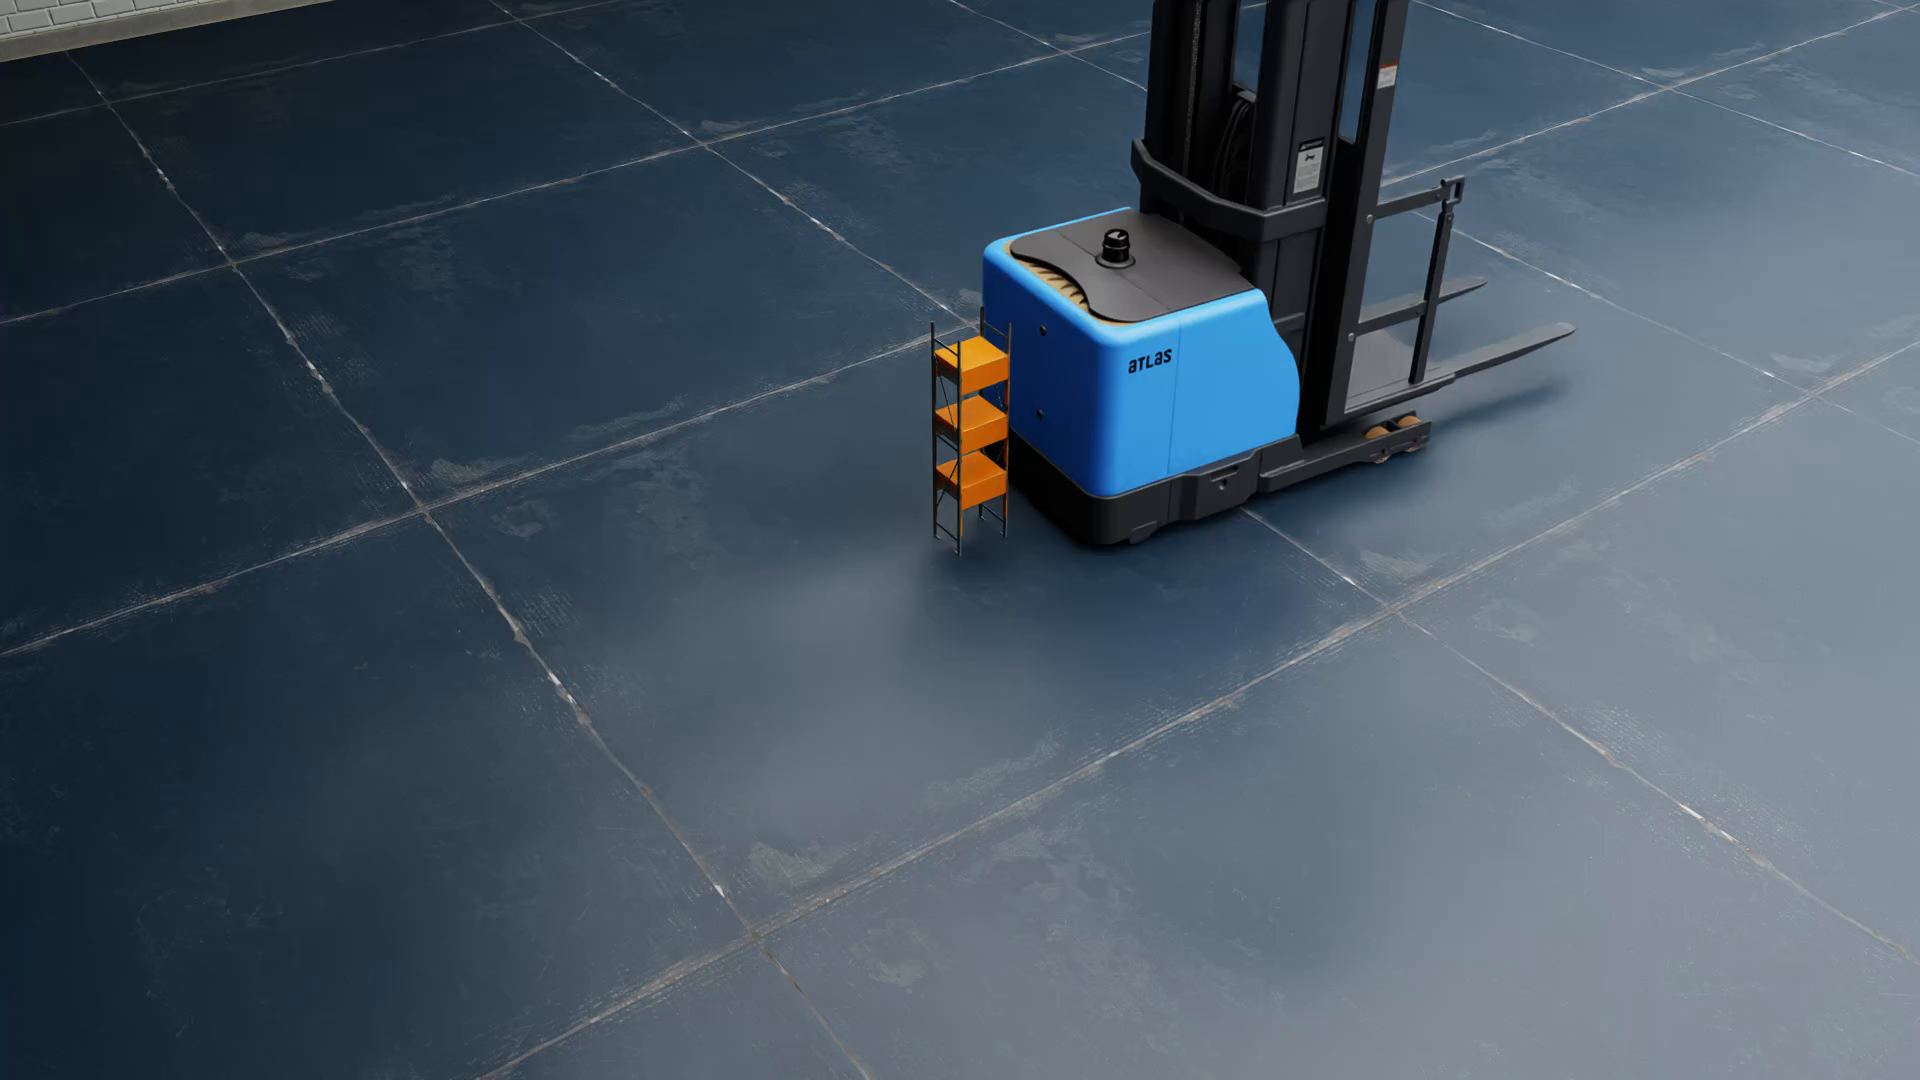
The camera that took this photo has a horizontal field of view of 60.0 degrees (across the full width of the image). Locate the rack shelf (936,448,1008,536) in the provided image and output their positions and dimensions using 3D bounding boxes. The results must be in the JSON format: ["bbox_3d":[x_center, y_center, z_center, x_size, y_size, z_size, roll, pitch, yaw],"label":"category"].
[{"bbox_3d":[0.044,-0.210,7.137,0.240,0.259,0.215,-22,41,-28],"label":"rack shelf"}]

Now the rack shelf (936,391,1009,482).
[{"bbox_3d":[0.044,-0.436,6.975,0.240,0.259,0.215,-22,41,-28],"label":"rack shelf"}]

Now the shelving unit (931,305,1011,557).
[{"bbox_3d":[0.044,-0.444,6.968,0.252,1.050,0.215,-22,41,-28],"label":"shelving unit"}]

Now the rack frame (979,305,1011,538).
[{"bbox_3d":[0.143,-0.485,7.026,0.008,1.050,0.200,-22,41,-28],"label":"rack frame"}]

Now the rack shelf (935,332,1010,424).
[{"bbox_3d":[0.044,-0.666,6.809,0.240,0.259,0.215,-22,41,-28],"label":"rack shelf"}]

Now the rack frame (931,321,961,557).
[{"bbox_3d":[-0.056,-0.403,6.911,0.008,1.050,0.200,-22,41,-28],"label":"rack frame"}]

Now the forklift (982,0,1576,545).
[{"bbox_3d":[1.618,-1.796,7.237,3.031,2.935,1.130,-19,40,-24],"label":"forklift"}]
